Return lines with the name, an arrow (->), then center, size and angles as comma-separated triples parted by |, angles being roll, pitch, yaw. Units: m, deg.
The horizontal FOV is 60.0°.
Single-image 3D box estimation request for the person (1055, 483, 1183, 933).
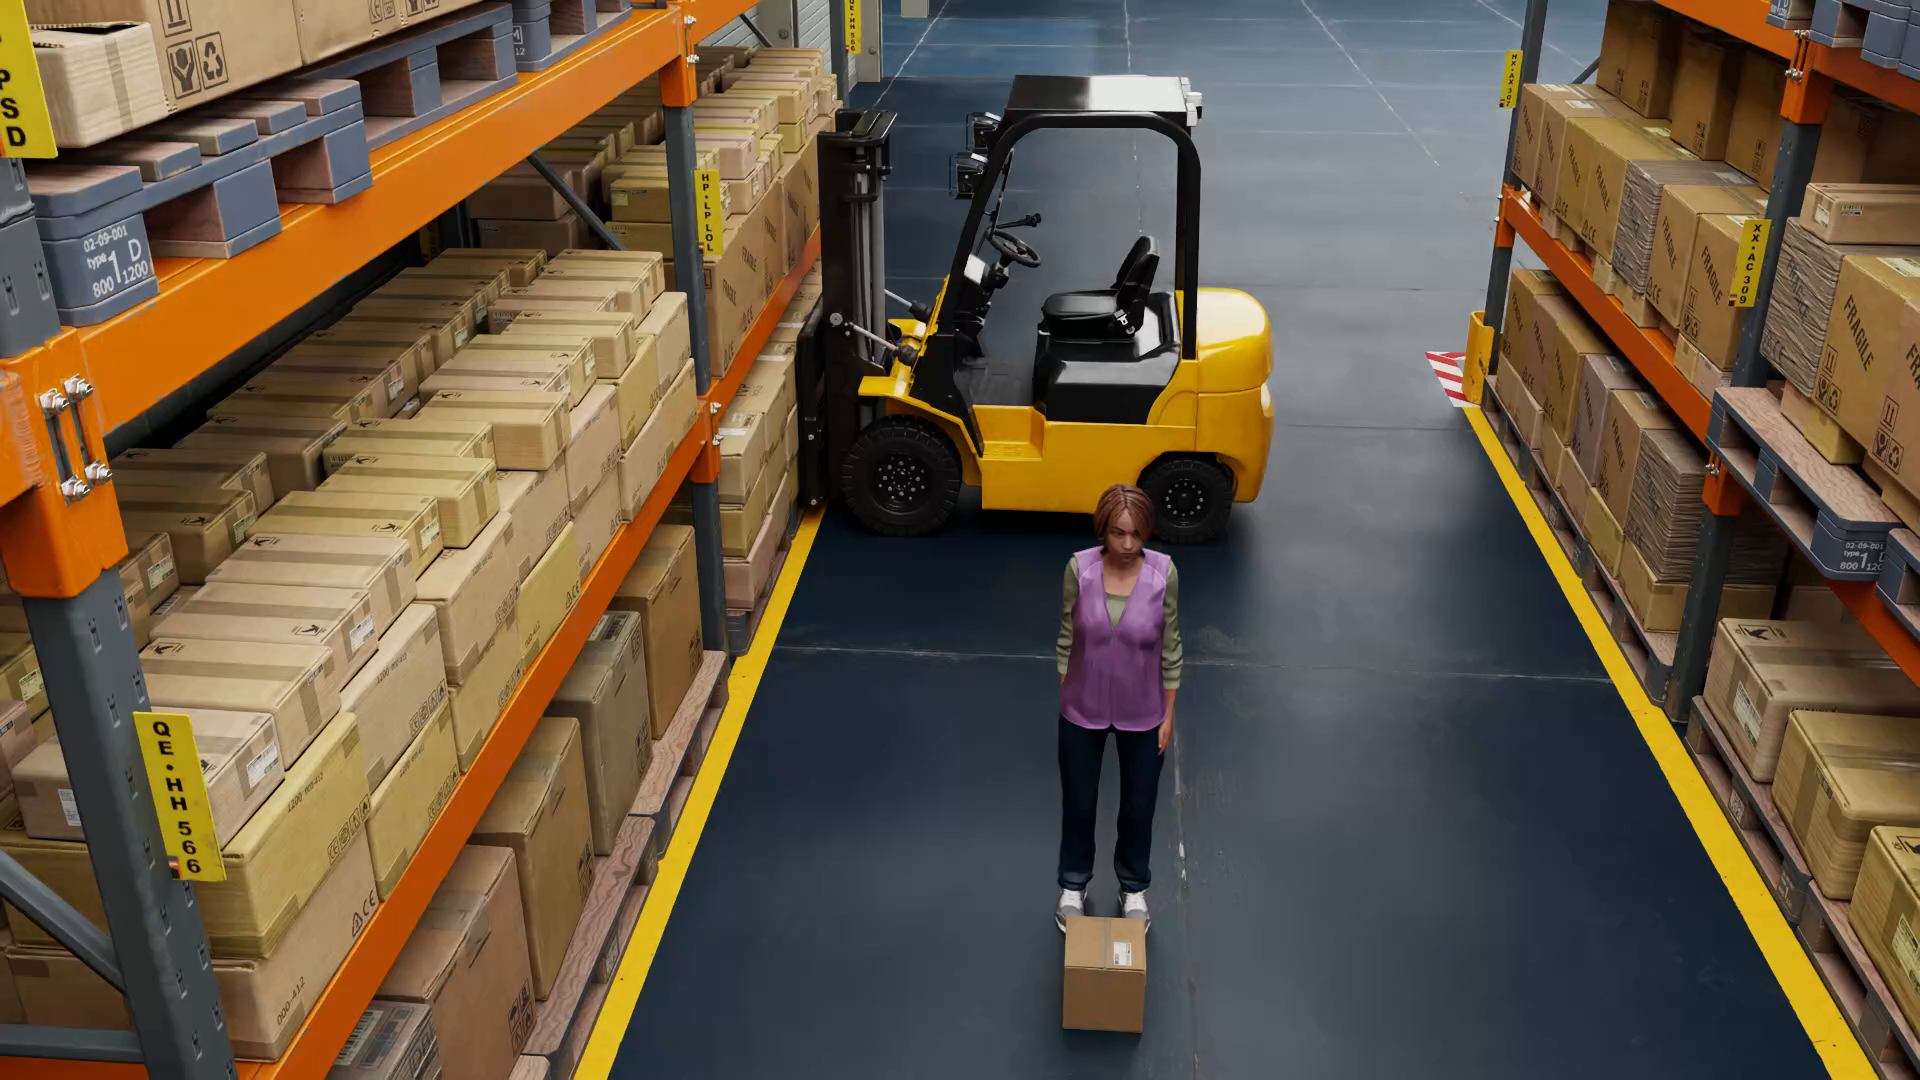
person -> 0.510, 0.566, 5.401 | 0.405, 1.598, 0.304 | 2, 25, 5
